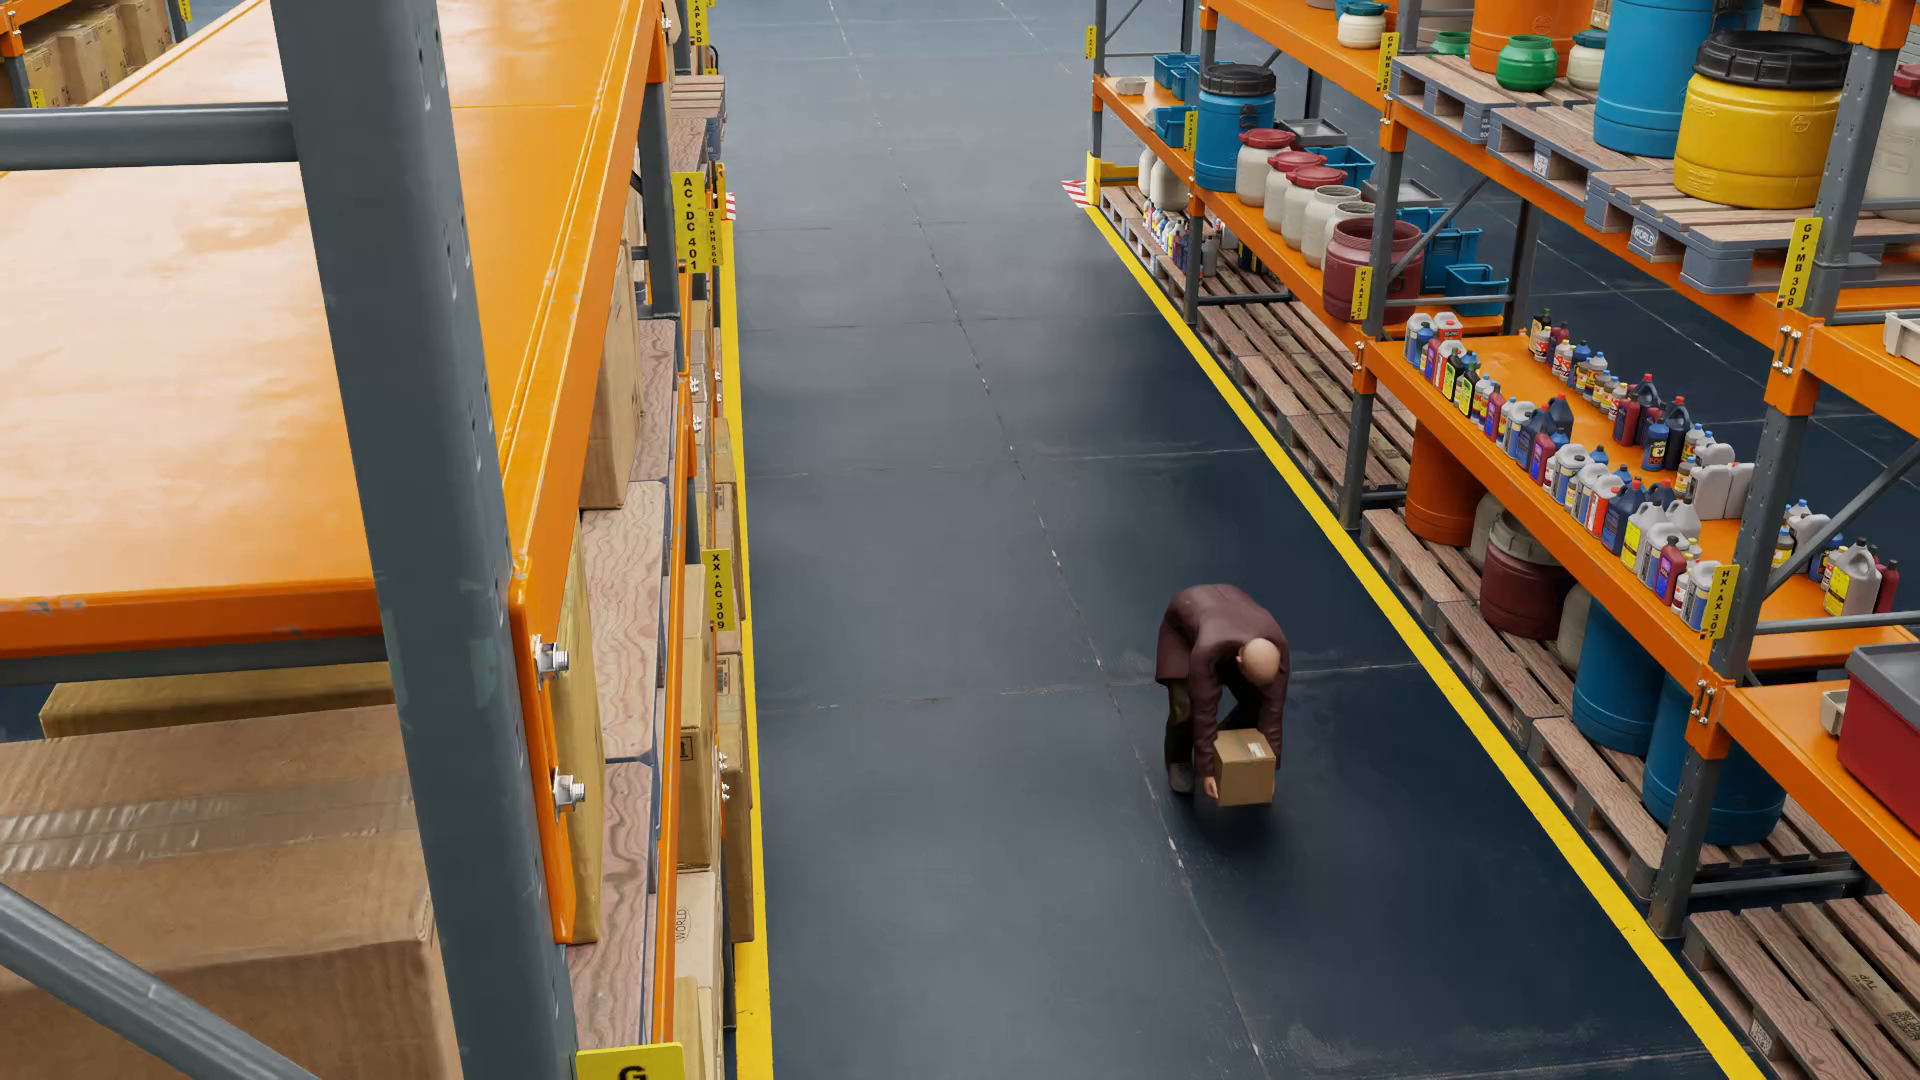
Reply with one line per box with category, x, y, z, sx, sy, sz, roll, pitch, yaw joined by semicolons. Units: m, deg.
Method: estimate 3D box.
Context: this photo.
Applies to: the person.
person;1.249;0.768;7.898;0.590;1.068;0.943;-5;27;-10
